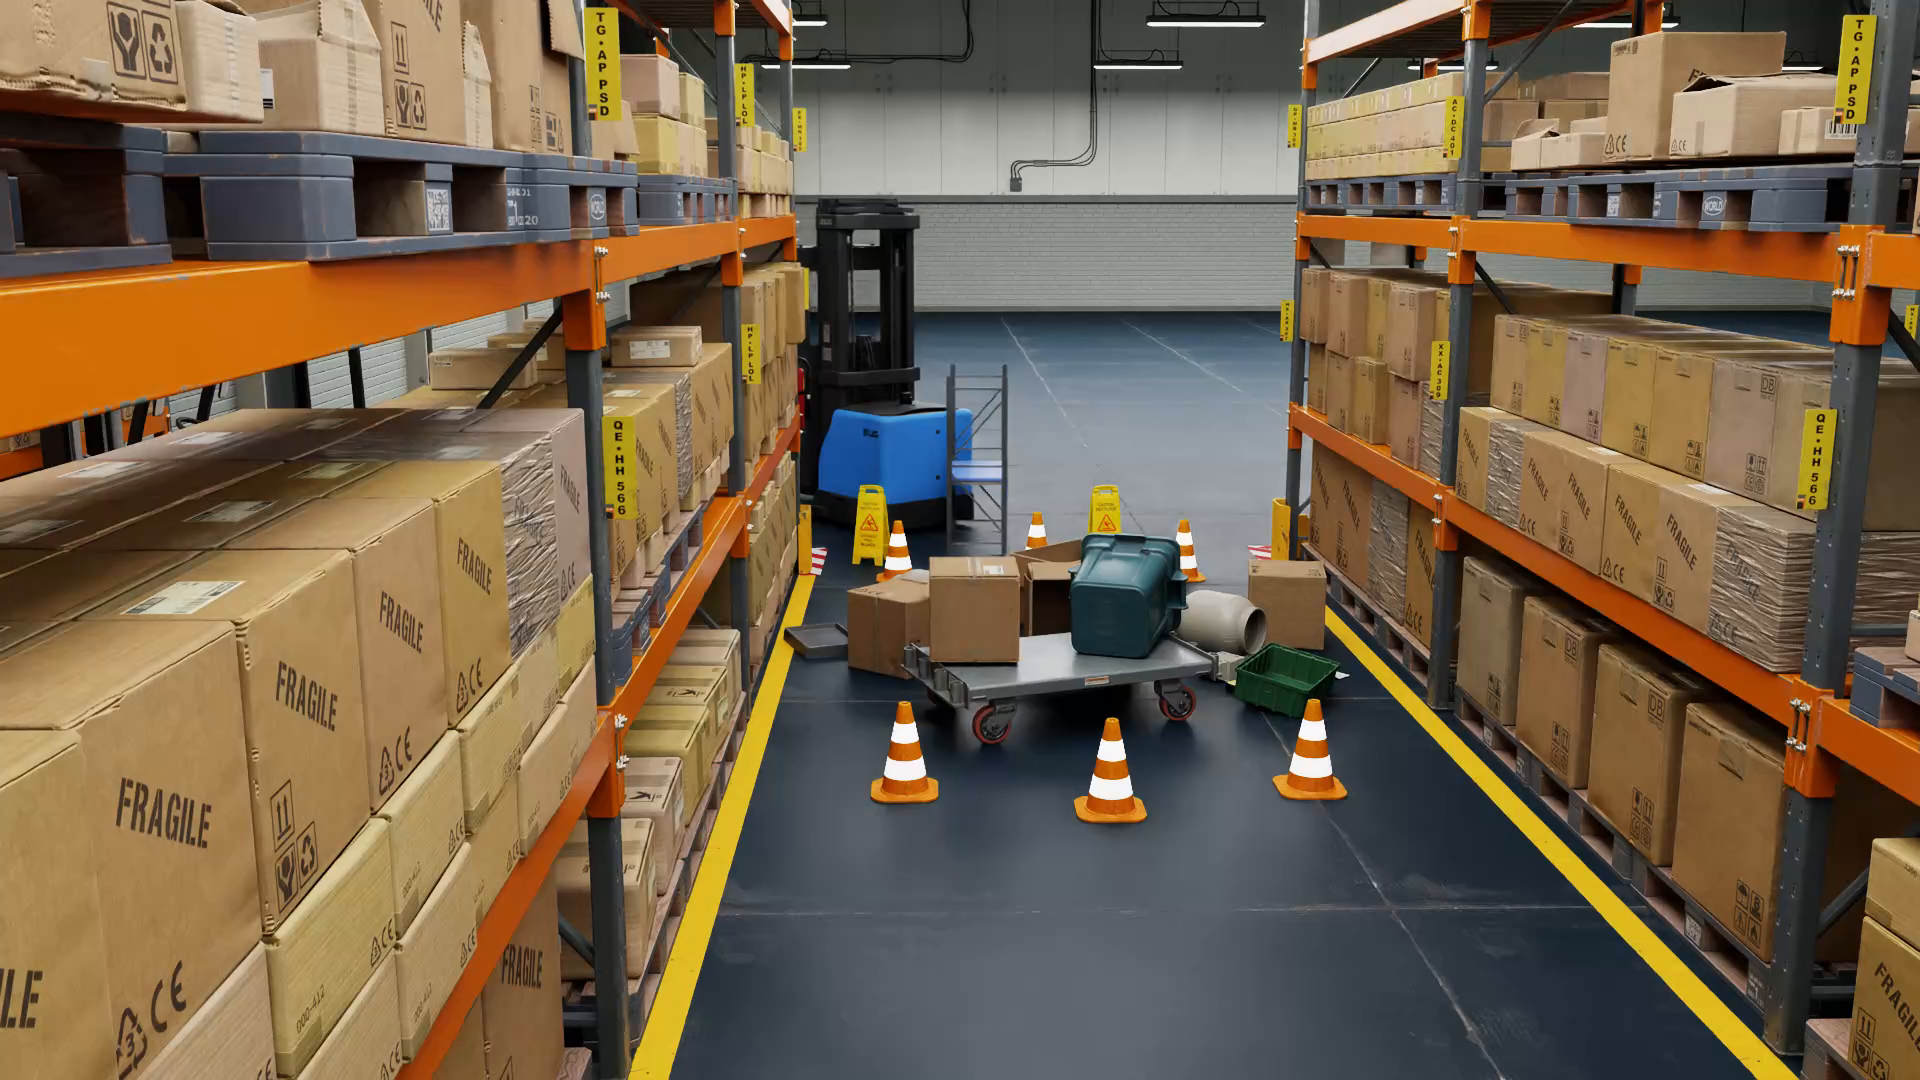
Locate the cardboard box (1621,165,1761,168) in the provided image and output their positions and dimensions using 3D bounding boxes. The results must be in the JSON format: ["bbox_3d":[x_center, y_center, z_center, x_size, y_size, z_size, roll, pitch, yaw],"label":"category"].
[{"bbox_3d":[3.490,-1.897,7.891,0.500,0.250,0.500,0,11,-2],"label":"cardboard box"}]

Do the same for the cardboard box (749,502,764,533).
[{"bbox_3d":[-1.387,-0.137,10.032,0.380,0.149,0.250,0,11,0],"label":"cardboard box"}]

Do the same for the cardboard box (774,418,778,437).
[{"bbox_3d":[-1.467,-0.794,11.563,0.380,0.149,0.250,0,11,-2],"label":"cardboard box"}]

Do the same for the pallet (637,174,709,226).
[{"bbox_3d":[-1.772,-1.499,7.329,1.213,0.211,1.003,0,11,-1],"label":"pallet"}]

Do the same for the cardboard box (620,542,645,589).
[{"bbox_3d":[-1.372,0.086,6.165,0.380,0.149,0.250,-1,12,-5],"label":"cardboard box"}]

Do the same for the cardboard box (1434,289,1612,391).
[{"bbox_3d":[3.271,-1.166,9.671,0.875,0.550,0.550,0,11,-1],"label":"cardboard box"}]

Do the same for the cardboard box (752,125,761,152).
[{"bbox_3d":[-1.392,-2.408,9.966,0.380,0.149,0.250,0,11,-2],"label":"cardboard box"}]

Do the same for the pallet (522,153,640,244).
[{"bbox_3d":[-1.553,-0.904,4.404,1.213,0.211,1.003,0,11,1],"label":"pallet"}]

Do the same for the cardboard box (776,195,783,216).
[{"bbox_3d":[-1.489,-2.420,12.030,0.380,0.149,0.250,0,11,1],"label":"cardboard box"}]

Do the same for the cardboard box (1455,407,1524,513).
[{"bbox_3d":[2.986,-0.434,8.901,0.500,0.500,0.500,0,11,-1],"label":"cardboard box"}]

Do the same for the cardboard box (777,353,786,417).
[{"bbox_3d":[-1.486,-1.134,11.605,0.500,0.500,0.500,0,11,-1],"label":"cardboard box"}]

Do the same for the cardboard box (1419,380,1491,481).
[{"bbox_3d":[3.225,-0.637,9.778,0.875,0.550,0.550,0,11,-1],"label":"cardboard box"}]

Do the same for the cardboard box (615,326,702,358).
[{"bbox_3d":[-1.440,-0.941,7.964,0.380,0.149,0.250,-1,11,-3],"label":"cardboard box"}]

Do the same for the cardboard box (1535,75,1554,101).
[{"bbox_3d":[3.570,-2.607,9.641,0.380,0.149,0.250,0,11,-2],"label":"cardboard box"}]

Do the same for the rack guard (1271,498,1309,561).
[{"bbox_3d":[3.161,-0.065,13.623,1.175,0.500,0.348,0,11,-1],"label":"rack guard"}]

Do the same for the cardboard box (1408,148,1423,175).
[{"bbox_3d":[2.905,-2.265,9.957,0.380,0.149,0.250,0,11,0],"label":"cardboard box"}]

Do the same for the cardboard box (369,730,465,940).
[{"bbox_3d":[-1.300,0.576,3.296,0.500,0.250,0.500,-1,11,-3],"label":"cardboard box"}]

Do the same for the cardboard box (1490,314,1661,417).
[{"bbox_3d":[3.261,-0.931,8.836,0.700,0.500,0.500,0,11,-2],"label":"cardboard box"}]

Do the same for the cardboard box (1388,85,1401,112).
[{"bbox_3d":[2.896,-2.756,10.372,0.380,0.149,0.250,0,11,-1],"label":"cardboard box"}]

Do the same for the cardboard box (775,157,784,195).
[{"bbox_3d":[-1.480,-2.484,11.342,0.500,0.250,0.500,0,11,0],"label":"cardboard box"}]

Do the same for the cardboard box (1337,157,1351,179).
[{"bbox_3d":[2.869,-2.617,11.694,0.380,0.149,0.250,0,11,-1],"label":"cardboard box"}]

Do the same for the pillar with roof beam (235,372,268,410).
[{"bbox_3d":[-3.454,-5.232,17.716,9.100,9.000,0.400,0,11,-1],"label":"pillar with roof beam"}]

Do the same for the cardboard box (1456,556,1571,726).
[{"bbox_3d":[3.347,0.529,9.007,1.050,0.750,0.750,0,11,-1],"label":"cardboard box"}]

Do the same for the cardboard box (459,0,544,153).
[{"bbox_3d":[-1.409,-1.184,3.997,0.700,0.500,0.500,-1,11,-4],"label":"cardboard box"}]

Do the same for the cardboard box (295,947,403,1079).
[{"bbox_3d":[-1.289,0.921,2.854,0.500,0.250,0.500,0,11,-2],"label":"cardboard box"}]

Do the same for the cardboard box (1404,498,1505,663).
[{"bbox_3d":[3.301,0.220,10.219,0.875,0.875,0.875,0,11,0],"label":"cardboard box"}]

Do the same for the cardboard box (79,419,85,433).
[{"bbox_3d":[-6.463,-0.971,11.550,0.500,0.500,0.500,0,11,-2],"label":"cardboard box"}]

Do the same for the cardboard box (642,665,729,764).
[{"bbox_3d":[-1.671,0.879,8.233,0.950,0.372,0.625,0,11,2],"label":"cardboard box"}]

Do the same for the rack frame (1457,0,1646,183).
[{"bbox_3d":[3.244,-3.430,8.835,1.000,3.000,0.127,0,11,-1],"label":"rack frame"}]

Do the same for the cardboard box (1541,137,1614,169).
[{"bbox_3d":[3.018,-1.885,8.085,0.250,0.149,0.380,0,11,-1],"label":"cardboard box"}]

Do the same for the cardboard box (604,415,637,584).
[{"bbox_3d":[-1.398,-0.146,5.677,0.500,0.500,0.500,-1,11,-3],"label":"cardboard box"}]

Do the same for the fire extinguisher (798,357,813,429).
[{"bbox_3d":[-1.327,-1.232,13.281,0.296,0.674,0.183,0,11,-1],"label":"fire extinguisher"}]

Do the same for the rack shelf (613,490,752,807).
[{"bbox_3d":[-1.661,0.300,7.344,1.077,0.370,4.000,0,11,-1],"label":"rack shelf"}]

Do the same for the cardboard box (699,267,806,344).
[{"bbox_3d":[-1.440,-1.628,11.523,0.700,0.500,0.500,0,11,-2],"label":"cardboard box"}]

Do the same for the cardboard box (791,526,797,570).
[{"bbox_3d":[-1.499,0.061,12.573,0.500,0.250,0.500,0,11,-1],"label":"cardboard box"}]

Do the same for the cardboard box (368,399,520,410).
[{"bbox_3d":[-1.929,-0.247,6.178,0.500,0.500,0.500,0,11,-2],"label":"cardboard box"}]

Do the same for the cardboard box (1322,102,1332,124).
[{"bbox_3d":[2.860,-3.110,12.117,0.380,0.149,0.250,0,11,-2],"label":"cardboard box"}]

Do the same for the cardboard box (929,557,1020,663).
[{"bbox_3d":[0.077,0.391,9.471,0.500,0.500,0.500,0,11,-1],"label":"cardboard box"}]

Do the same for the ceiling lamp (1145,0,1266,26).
[{"bbox_3d":[4.151,-10.317,28.098,2.000,3.185,0.800,0,11,-1],"label":"ceiling lamp"}]

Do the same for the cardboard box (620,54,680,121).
[{"bbox_3d":[-1.520,-1.980,7.293,0.500,0.250,0.500,0,11,0],"label":"cardboard box"}]

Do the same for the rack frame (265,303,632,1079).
[{"bbox_3d":[-1.620,0.345,5.313,1.000,3.000,0.127,0,11,-1],"label":"rack frame"}]

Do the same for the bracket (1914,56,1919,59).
[{"bbox_3d":[22.946,-11.283,38.487,0.076,0.066,4.783,0,11,-1],"label":"bracket"}]

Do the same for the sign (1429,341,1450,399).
[{"bbox_3d":[2.690,-0.951,9.325,0.100,0.325,0.005,0,11,-1],"label":"sign"}]

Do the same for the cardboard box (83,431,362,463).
[{"bbox_3d":[-1.834,0.004,4.230,0.500,0.500,0.500,0,11,-1],"label":"cardboard box"}]

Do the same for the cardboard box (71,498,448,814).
[{"bbox_3d":[-1.322,0.209,3.217,0.500,0.500,0.500,0,11,-2],"label":"cardboard box"}]

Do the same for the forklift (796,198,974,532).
[{"bbox_3d":[-1.185,-1.731,15.720,1.130,2.935,3.031,-9,15,-38],"label":"forklift"}]

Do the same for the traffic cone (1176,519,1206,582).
[{"bbox_3d":[1.753,0.069,13.054,0.336,0.463,0.334,0,11,-1],"label":"traffic cone"}]

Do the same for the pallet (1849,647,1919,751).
[{"bbox_3d":[3.448,0.540,4.835,1.213,0.211,1.003,0,11,-1],"label":"pallet"}]

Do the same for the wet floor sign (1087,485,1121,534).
[{"bbox_3d":[1.182,-0.129,13.573,0.267,0.644,0.232,-2,12,-11],"label":"wet floor sign"}]

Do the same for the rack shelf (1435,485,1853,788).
[{"bbox_3d":[3.286,0.260,7.543,1.077,0.370,4.000,0,11,-1],"label":"rack shelf"}]

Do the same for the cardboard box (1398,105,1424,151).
[{"bbox_3d":[2.967,-2.485,10.039,0.500,0.250,0.500,0,11,-1],"label":"cardboard box"}]

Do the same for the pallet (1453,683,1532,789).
[{"bbox_3d":[3.336,1.029,8.954,1.003,0.211,1.213,0,11,-1],"label":"pallet"}]

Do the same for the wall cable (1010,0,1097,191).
[{"bbox_3d":[2.499,-12.279,43.897,2.305,6.003,0.169,0,11,-1],"label":"wall cable"}]

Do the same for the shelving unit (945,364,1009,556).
[{"bbox_3d":[0.153,-0.706,14.266,0.538,1.500,1.048,0,11,1],"label":"shelving unit"}]
